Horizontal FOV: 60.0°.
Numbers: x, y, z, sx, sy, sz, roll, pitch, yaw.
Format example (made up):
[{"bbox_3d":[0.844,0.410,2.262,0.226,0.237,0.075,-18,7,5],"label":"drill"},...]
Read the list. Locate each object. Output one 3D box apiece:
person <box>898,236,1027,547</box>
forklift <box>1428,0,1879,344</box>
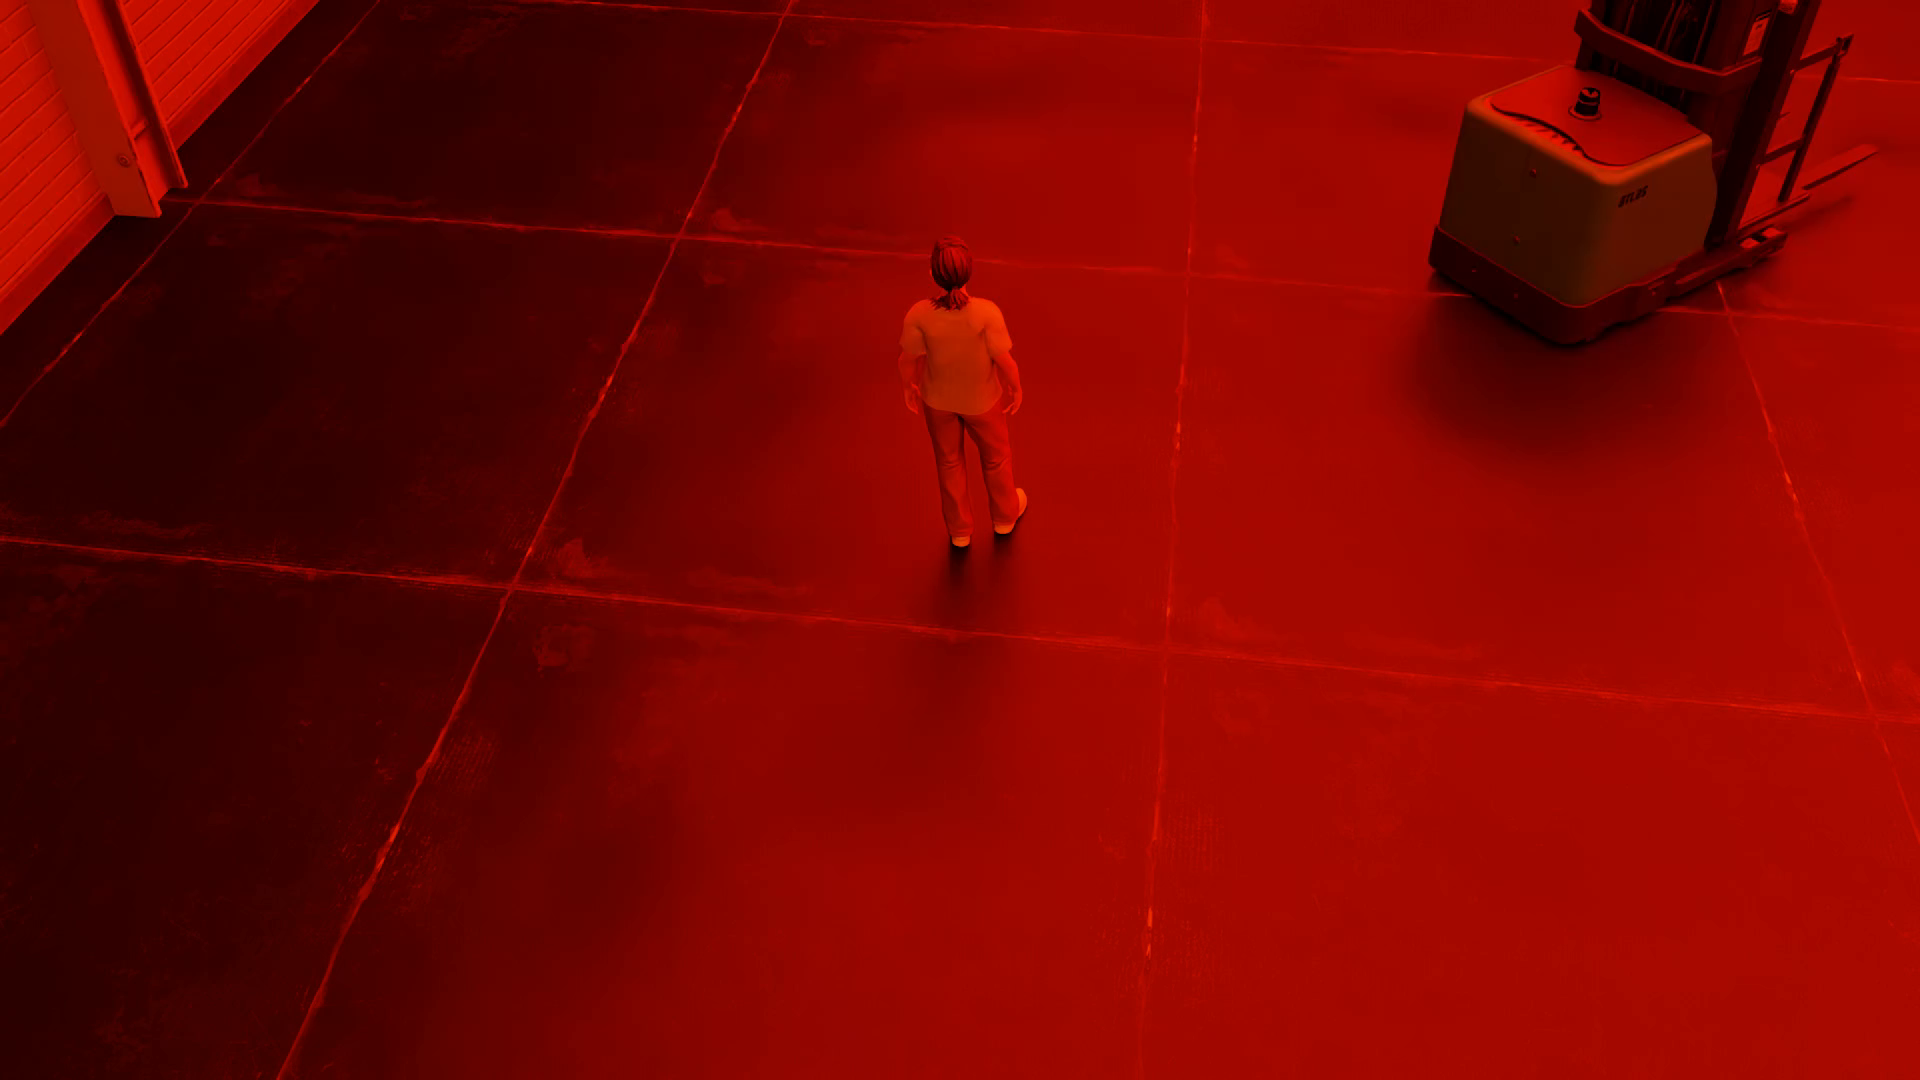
[{"bbox_3d":[0.022,-0.671,7.372,0.553,1.673,0.548,5,43,6],"label":"person"},{"bbox_3d":[4.184,-2.921,8.904,3.031,2.935,1.130,-25,48,-25],"label":"forklift"}]
